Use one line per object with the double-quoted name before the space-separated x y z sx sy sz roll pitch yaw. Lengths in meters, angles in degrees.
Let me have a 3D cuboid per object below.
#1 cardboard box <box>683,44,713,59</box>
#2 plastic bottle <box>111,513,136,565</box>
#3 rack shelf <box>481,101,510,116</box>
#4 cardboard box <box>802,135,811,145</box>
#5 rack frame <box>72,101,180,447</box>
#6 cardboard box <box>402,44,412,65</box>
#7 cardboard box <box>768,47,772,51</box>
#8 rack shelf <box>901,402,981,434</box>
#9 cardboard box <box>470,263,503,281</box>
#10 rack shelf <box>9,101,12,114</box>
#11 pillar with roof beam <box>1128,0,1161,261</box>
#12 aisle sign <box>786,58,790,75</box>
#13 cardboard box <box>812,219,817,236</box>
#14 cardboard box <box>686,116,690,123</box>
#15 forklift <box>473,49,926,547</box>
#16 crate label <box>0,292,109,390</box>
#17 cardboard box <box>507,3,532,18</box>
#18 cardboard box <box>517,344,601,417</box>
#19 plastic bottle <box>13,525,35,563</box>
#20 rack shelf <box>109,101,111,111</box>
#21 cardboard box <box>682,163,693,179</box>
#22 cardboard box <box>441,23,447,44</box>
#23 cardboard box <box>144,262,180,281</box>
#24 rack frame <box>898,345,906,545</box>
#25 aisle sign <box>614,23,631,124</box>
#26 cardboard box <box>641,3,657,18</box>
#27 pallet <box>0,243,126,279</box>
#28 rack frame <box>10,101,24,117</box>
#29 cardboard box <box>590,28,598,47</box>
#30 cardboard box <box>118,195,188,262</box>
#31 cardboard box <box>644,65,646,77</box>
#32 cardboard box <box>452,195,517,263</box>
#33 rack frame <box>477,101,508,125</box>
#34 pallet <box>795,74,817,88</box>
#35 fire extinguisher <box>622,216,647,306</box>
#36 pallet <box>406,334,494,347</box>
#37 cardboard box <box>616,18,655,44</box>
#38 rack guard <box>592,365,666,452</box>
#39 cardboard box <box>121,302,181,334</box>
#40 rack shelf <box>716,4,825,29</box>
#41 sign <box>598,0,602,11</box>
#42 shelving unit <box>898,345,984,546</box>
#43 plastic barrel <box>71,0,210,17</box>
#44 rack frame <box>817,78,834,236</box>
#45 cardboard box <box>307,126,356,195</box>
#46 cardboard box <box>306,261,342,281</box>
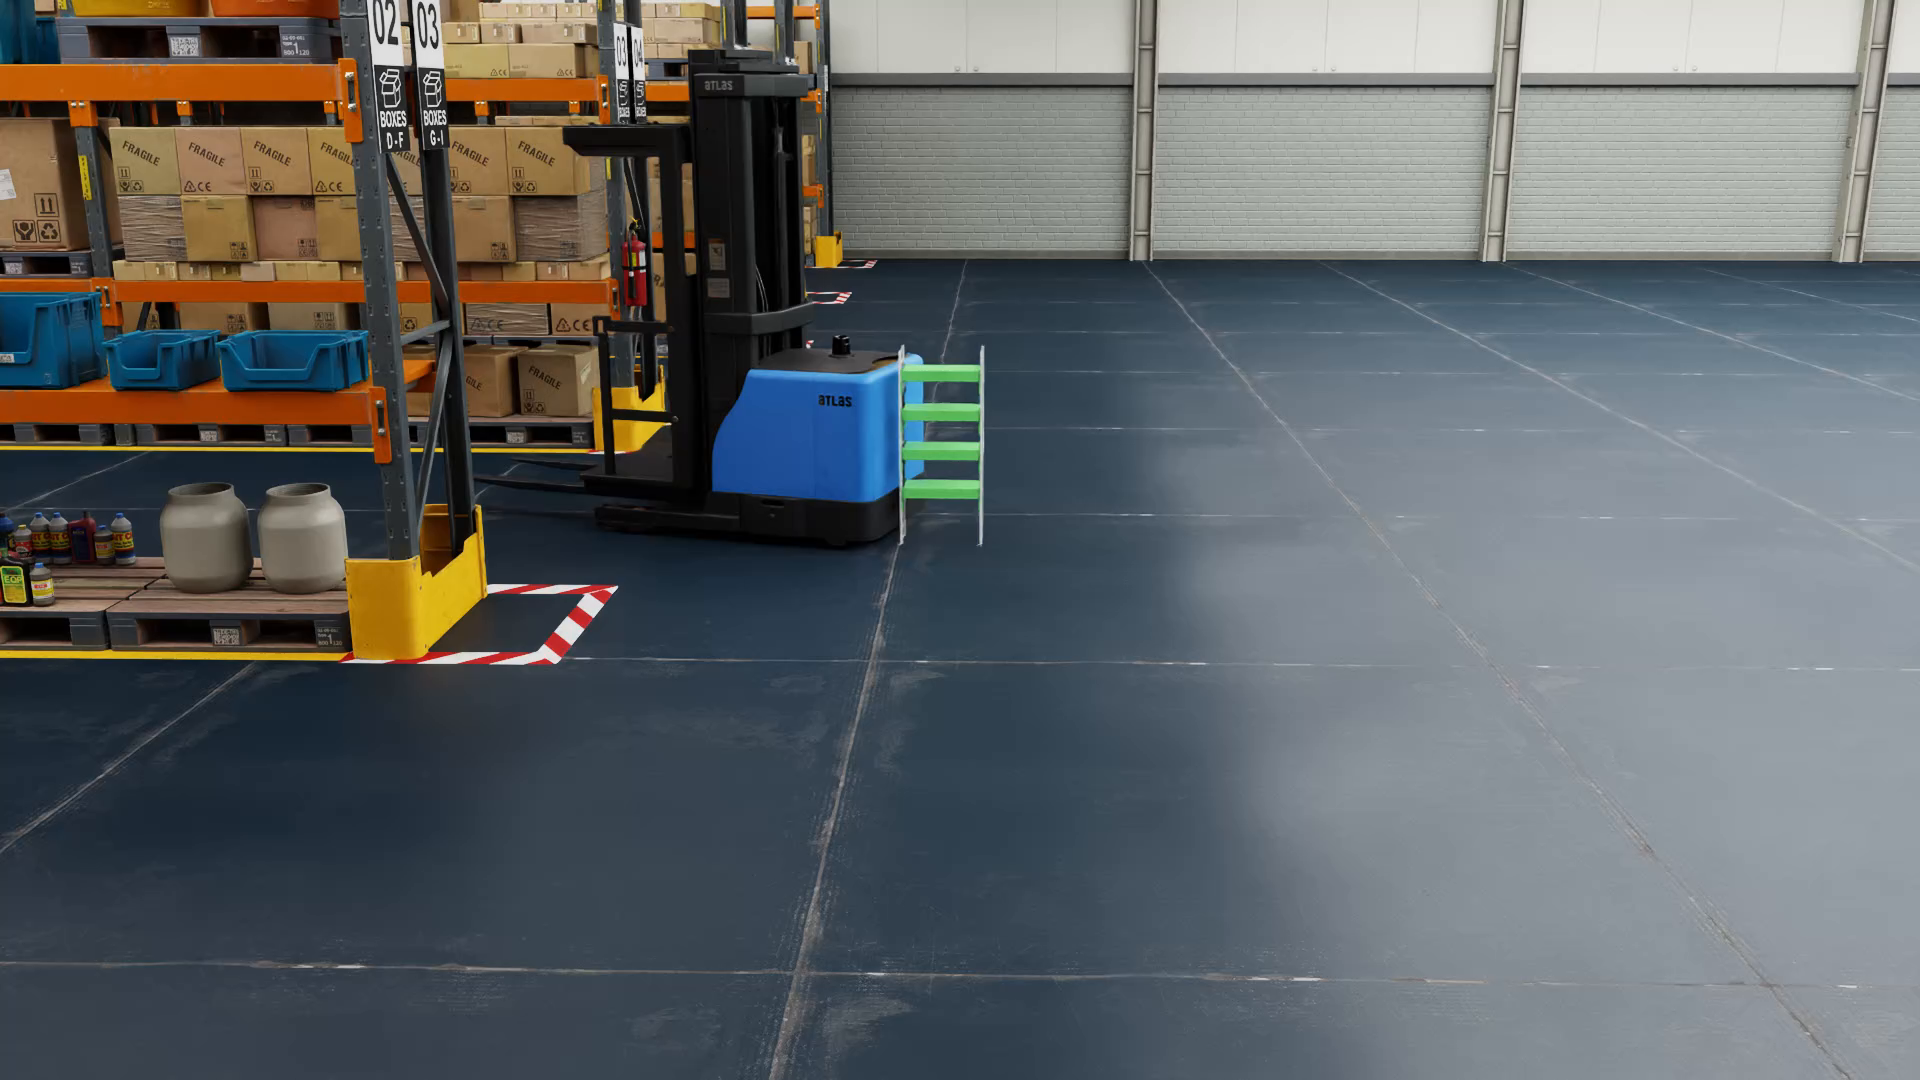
"cardboard box" -2.706 -5.049 17.189 0.250 0.149 0.380 0 15 1
"plastic bottle" -4.524 -0.010 8.984 0.097 0.271 0.097 0 15 0
"rack shelf" -4.339 -5.931 22.471 4.000 0.370 1.077 0 15 1
"cardboard box" -2.580 -6.536 27.182 0.250 0.149 0.380 0 15 2
"rack frame" -6.591 -2.314 13.232 0.127 3.000 1.000 0 15 1
"cardboard box" -4.092 -3.613 12.567 0.500 0.250 0.500 1 15 3
"cardboard box" -2.690 -6.584 22.466 0.250 0.149 0.380 0 15 1
"rack shelf" -0.111 -0.745 10.122 0.480 0.148 0.258 1 15 3
"cardboard box" -3.633 -2.112 12.957 0.250 0.149 0.380 0 15 1
"rack shelf" -12.362 -4.720 17.881 4.000 0.370 1.077 0 15 1
"pillar with roof beam" 2.999 -8.080 23.324 0.400 9.000 9.100 0 15 1
"aisle sign" -2.285 -5.998 22.099 0.004 0.787 0.394 0 15 1
"cardboard box" -2.681 -5.253 27.956 0.500 0.250 0.500 1 15 2
"cardboard box" -3.362 -5.444 22.355 0.500 0.500 0.700 1 15 2
"forklift" -1.796 -1.580 10.582 3.031 2.935 1.130 5 16 18
"crate label" -4.566 -0.985 8.125 0.616 0.435 0.502 0 15 1
"cardboard box" -4.488 -5.446 17.130 0.250 0.149 0.380 0 15 1
"cardboard box" -3.216 -1.291 13.430 0.500 0.500 0.500 3 15 12
"plastic bottle" -5.065 0.020 9.006 0.097 0.201 0.097 0 15 0
"rack shelf" -16.212 -7.275 27.565 4.000 0.370 1.077 0 15 1
"cardboard box" -2.735 -4.159 17.815 0.550 0.550 0.875 0 15 1
"cardboard box" -3.907 -3.816 12.555 0.250 0.149 0.380 1 15 2
"cardboard box" -6.134 -2.110 12.949 0.250 0.149 0.380 0 15 1
"rack frame" -0.354 -0.578 10.179 0.015 1.200 0.240 1 15 3
"aisle sign" -2.538 -3.468 12.510 0.004 0.787 0.394 0 15 1
"cardboard box" -3.216 -5.438 17.101 0.250 0.149 0.380 1 15 2
"pallet" -7.352 -2.264 13.416 1.213 0.211 1.003 0 15 1
"rack frame" -10.362 -3.605 18.123 0.127 3.000 1.000 0 15 1
"cardboard box" -2.862 -3.920 12.949 0.250 0.149 0.380 0 15 1
"cardboard box" -6.143 -2.488 13.111 0.500 0.500 0.875 0 15 1
"cardboard box" -4.384 -6.280 22.095 0.500 0.250 0.500 1 15 2
"cardboard box" -3.645 -2.464 13.019 0.500 0.500 0.875 0 15 1
"rack frame" -6.338 -4.842 22.811 0.127 3.000 1.000 0 15 1
"pallet" -2.923 -7.500 27.181 1.213 0.211 1.003 0 15 1
"fire extinguisher" -2.490 -2.133 12.695 0.183 0.674 0.296 0 15 1
"pallet" -5.605 -2.205 18.285 1.213 0.211 1.003 0 15 1
"cardboard box" -3.361 -5.261 17.213 0.500 0.250 0.500 0 15 2
"rack guard" -2.669 -1.080 13.454 0.348 0.500 1.175 0 15 1
"cardboard box" -8.882 -2.688 18.236 0.750 0.750 1.050 1 15 2
"rack shelf" -4.216 -8.454 26.937 4.000 0.370 1.077 0 15 1
"sign" -2.627 -4.025 12.102 0.005 0.325 0.100 0 15 1
"shelving unit" -0.111 -0.575 10.167 0.503 1.200 0.258 1 15 3
"plastic barrel" -3.862 -2.745 7.791 0.600 0.588 0.600 0 15 0
"rack frame" -2.216 -6.081 27.510 0.127 3.000 1.000 0 15 1
"cardboard box" -4.648 -2.916 12.772 0.500 0.500 0.500 0 15 1
"cardboard box" -4.884 -2.108 12.944 0.250 0.149 0.380 0 15 1
